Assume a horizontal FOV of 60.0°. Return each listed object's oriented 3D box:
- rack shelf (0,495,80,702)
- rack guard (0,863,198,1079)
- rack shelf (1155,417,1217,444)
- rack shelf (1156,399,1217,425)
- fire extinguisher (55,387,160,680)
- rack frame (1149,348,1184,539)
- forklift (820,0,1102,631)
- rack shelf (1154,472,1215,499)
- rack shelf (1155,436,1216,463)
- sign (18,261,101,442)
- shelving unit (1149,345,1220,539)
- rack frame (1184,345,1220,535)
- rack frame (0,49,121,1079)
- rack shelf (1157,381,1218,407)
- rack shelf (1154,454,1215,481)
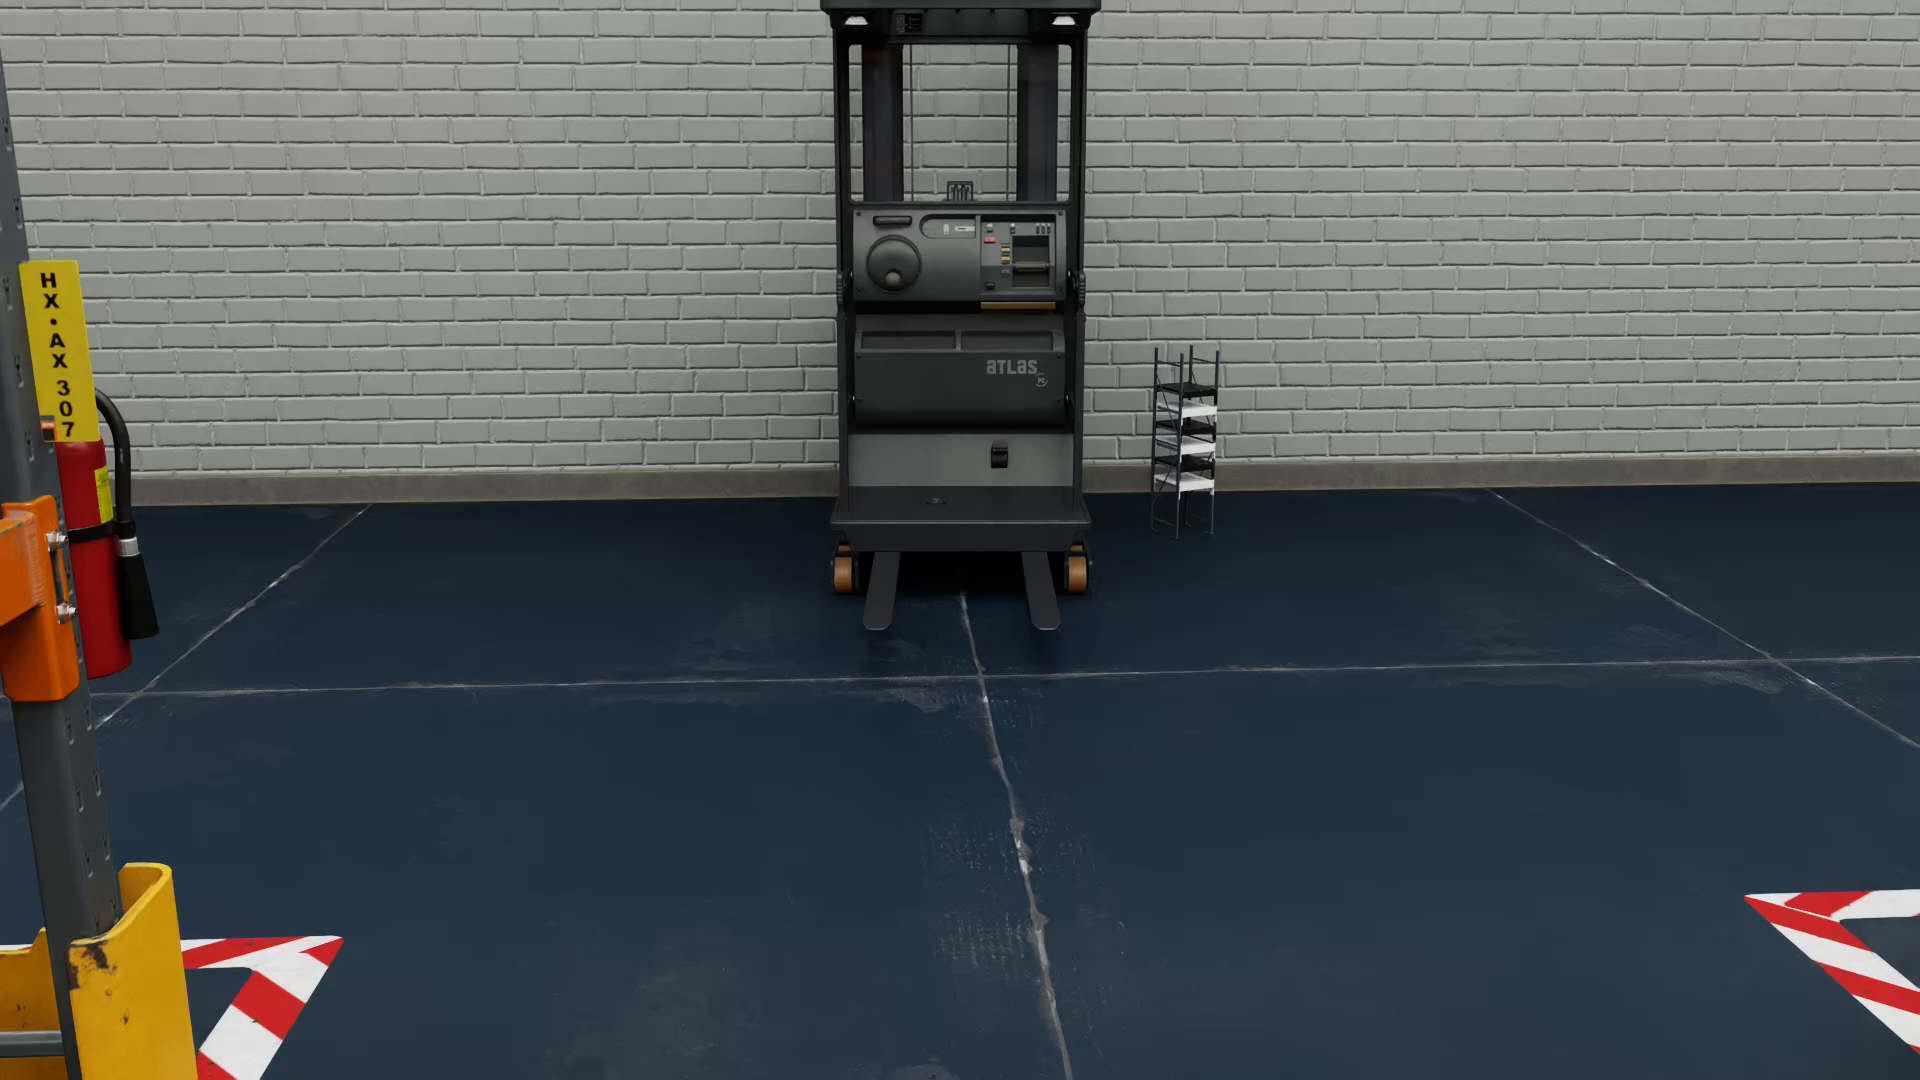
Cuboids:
[{"bbox_3d":[-2.042,0.600,1.118,1.077,0.370,4.000,-1,14,-3],"label":"rack shelf"},{"bbox_3d":[-2.181,0.959,3.296,1.175,0.500,0.348,-1,14,-3],"label":"rack guard"},{"bbox_3d":[1.087,-0.532,8.062,0.200,0.077,0.258,-7,16,-26],"label":"rack shelf"},{"bbox_3d":[1.087,-0.620,8.040,0.200,0.077,0.258,-7,16,-26],"label":"rack shelf"},{"bbox_3d":[-1.722,-0.072,3.191,0.296,0.674,0.183,-1,14,-3],"label":"fire extinguisher"},{"bbox_3d":[0.996,-0.466,8.032,0.006,0.900,0.240,-7,16,-26],"label":"rack frame"},{"bbox_3d":[0.002,-1.263,7.055,1.130,2.935,3.031,0,14,0],"label":"forklift"},{"bbox_3d":[1.087,-0.271,8.130,0.200,0.077,0.258,-7,16,-26],"label":"rack shelf"},{"bbox_3d":[1.087,-0.445,8.085,0.200,0.077,0.258,-7,16,-26],"label":"rack shelf"},{"bbox_3d":[-1.618,-0.337,2.990,0.100,0.325,0.005,-1,14,-3],"label":"sign"},{"bbox_3d":[1.087,-0.478,8.076,0.210,0.900,0.258,-7,16,-26],"label":"shelving unit"},{"bbox_3d":[1.178,-0.489,8.121,0.006,0.900,0.240,-7,16,-26],"label":"rack frame"},{"bbox_3d":[-2.163,-0.246,2.962,0.949,2.616,0.053,-1,14,-3],"label":"rack frame"},{"bbox_3d":[1.087,-0.707,8.017,0.200,0.077,0.258,-7,16,-26],"label":"rack shelf"},{"bbox_3d":[1.087,-0.358,8.107,0.200,0.077,0.258,-7,16,-26],"label":"rack shelf"}]
